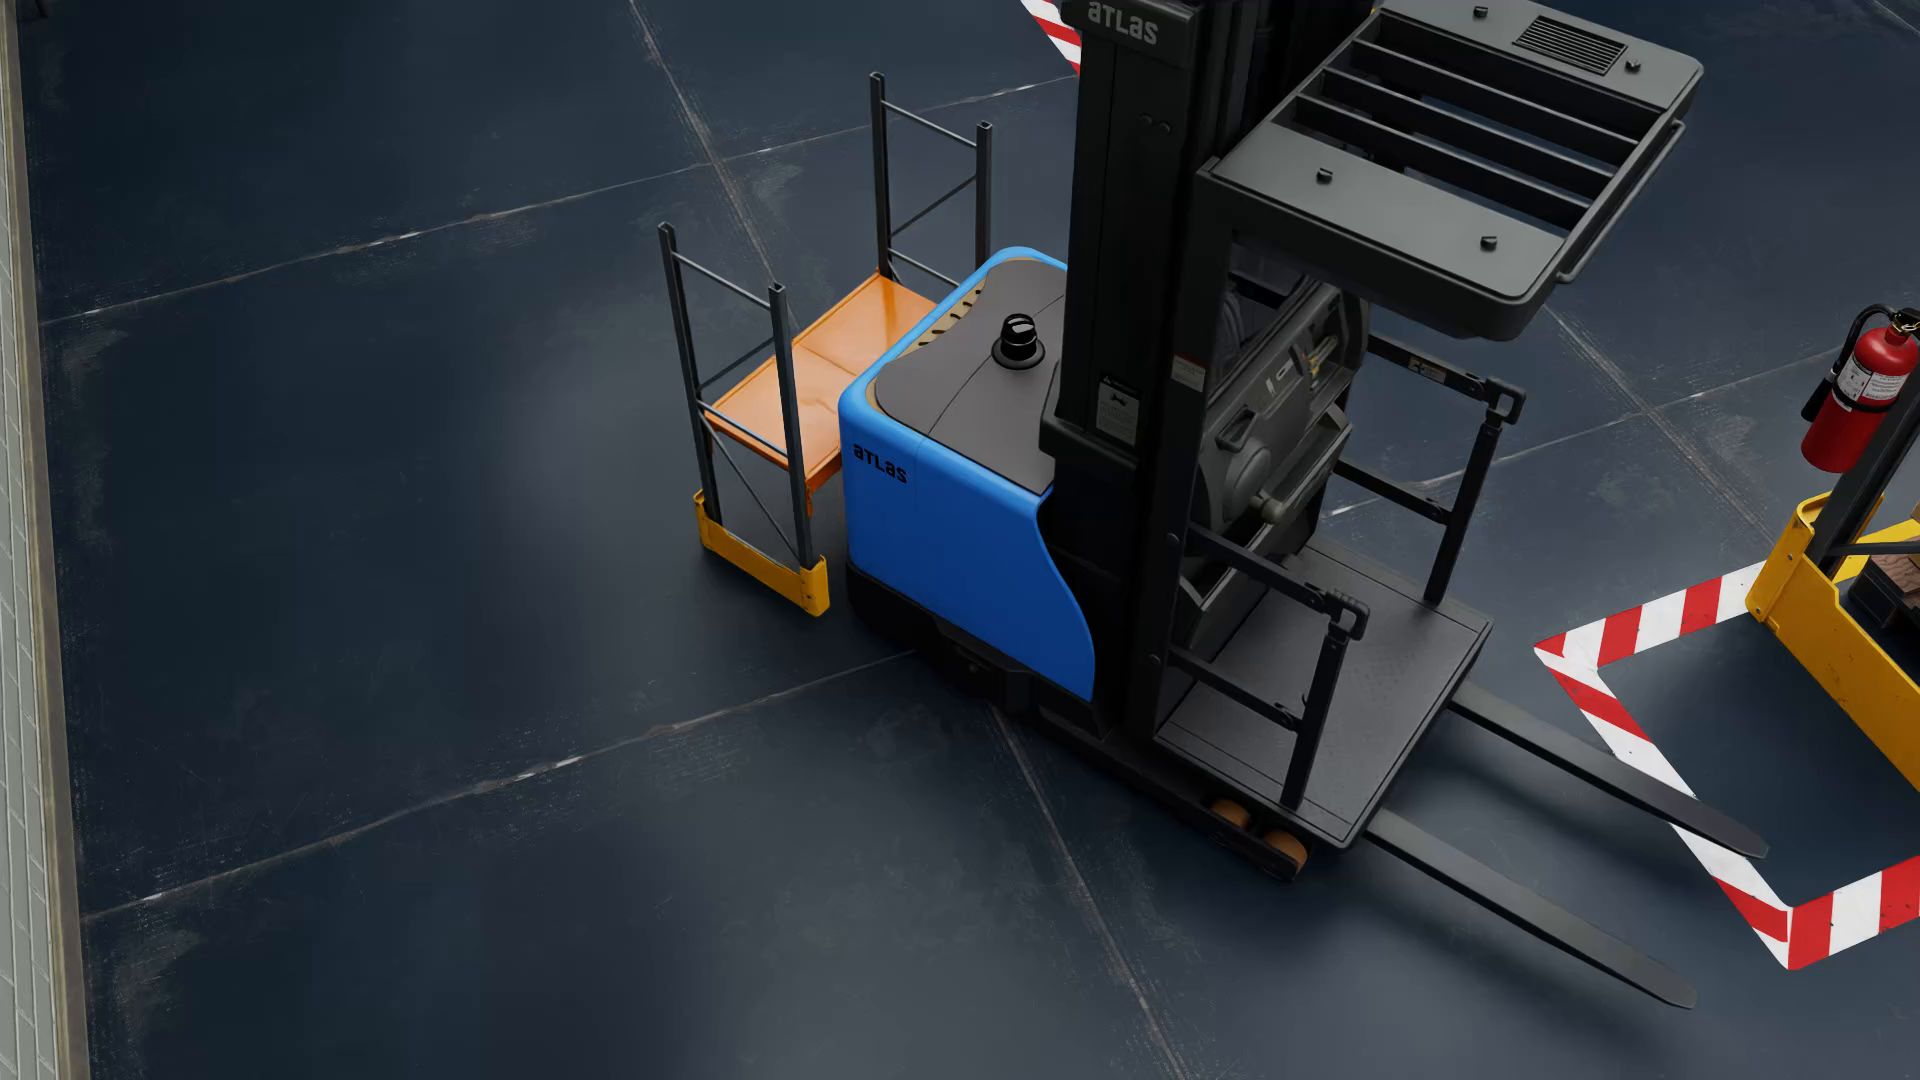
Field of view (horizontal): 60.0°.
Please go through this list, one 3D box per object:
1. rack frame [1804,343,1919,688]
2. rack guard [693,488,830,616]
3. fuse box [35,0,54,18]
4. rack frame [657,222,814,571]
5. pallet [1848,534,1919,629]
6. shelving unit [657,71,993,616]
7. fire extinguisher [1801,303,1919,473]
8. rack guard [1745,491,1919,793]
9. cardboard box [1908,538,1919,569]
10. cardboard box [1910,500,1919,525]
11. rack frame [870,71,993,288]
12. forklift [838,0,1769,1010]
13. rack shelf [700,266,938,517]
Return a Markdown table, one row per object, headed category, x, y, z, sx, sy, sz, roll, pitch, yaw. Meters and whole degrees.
| category | x | y | z | sx | sy | sz | roll | pitch | yaw |
| --- | --- | --- | --- | --- | --- | --- | --- | --- | --- |
| rack frame | 3.145 | -0.383 | 4.601 | 0.127 | 3.000 | 1.000 | -17 | 52 | -14 |
| rack guard | -0.722 | 0.040 | 6.051 | 0.587 | 0.250 | 0.087 | 30 | 56 | 24 |
| fuse box | -4.691 | -3.294 | 7.951 | 0.414 | 1.711 | 0.539 | -17 | 52 | -14 |
| rack frame | -0.722 | -0.366 | 5.576 | 0.500 | 1.500 | 0.032 | 30 | 56 | 24 |
| pallet | 3.981 | 0.296 | 5.857 | 1.213 | 0.211 | 1.003 | -17 | 52 | -14 |
| shelving unit | -0.417 | -0.666 | 5.833 | 0.587 | 1.500 | 1.083 | 30 | 56 | 24 |
| fire extinguisher | 2.737 | -0.488 | 4.989 | 0.183 | 0.674 | 0.296 | -17 | 52 | -14 |
| rack guard | 3.216 | 0.410 | 5.568 | 0.348 | 0.500 | 1.175 | -17 | 52 | -14 |
| cardboard box | 3.554 | 0.112 | 5.779 | 0.250 | 0.149 | 0.380 | -16 | 51 | -14 |
| cardboard box | 3.526 | -0.039 | 5.713 | 0.250 | 0.149 | 0.380 | -18 | 52 | -15 |
| rack frame | -0.100 | -0.976 | 6.100 | 0.500 | 1.500 | 0.032 | 30 | 56 | 24 |
| forklift | 1.087 | -0.336 | 4.607 | 3.031 | 2.935 | 1.130 | 29 | 55 | 23 |
| rack shelf | -0.411 | -0.554 | 5.974 | 0.538 | 0.185 | 1.000 | 30 | 56 | 24 |
